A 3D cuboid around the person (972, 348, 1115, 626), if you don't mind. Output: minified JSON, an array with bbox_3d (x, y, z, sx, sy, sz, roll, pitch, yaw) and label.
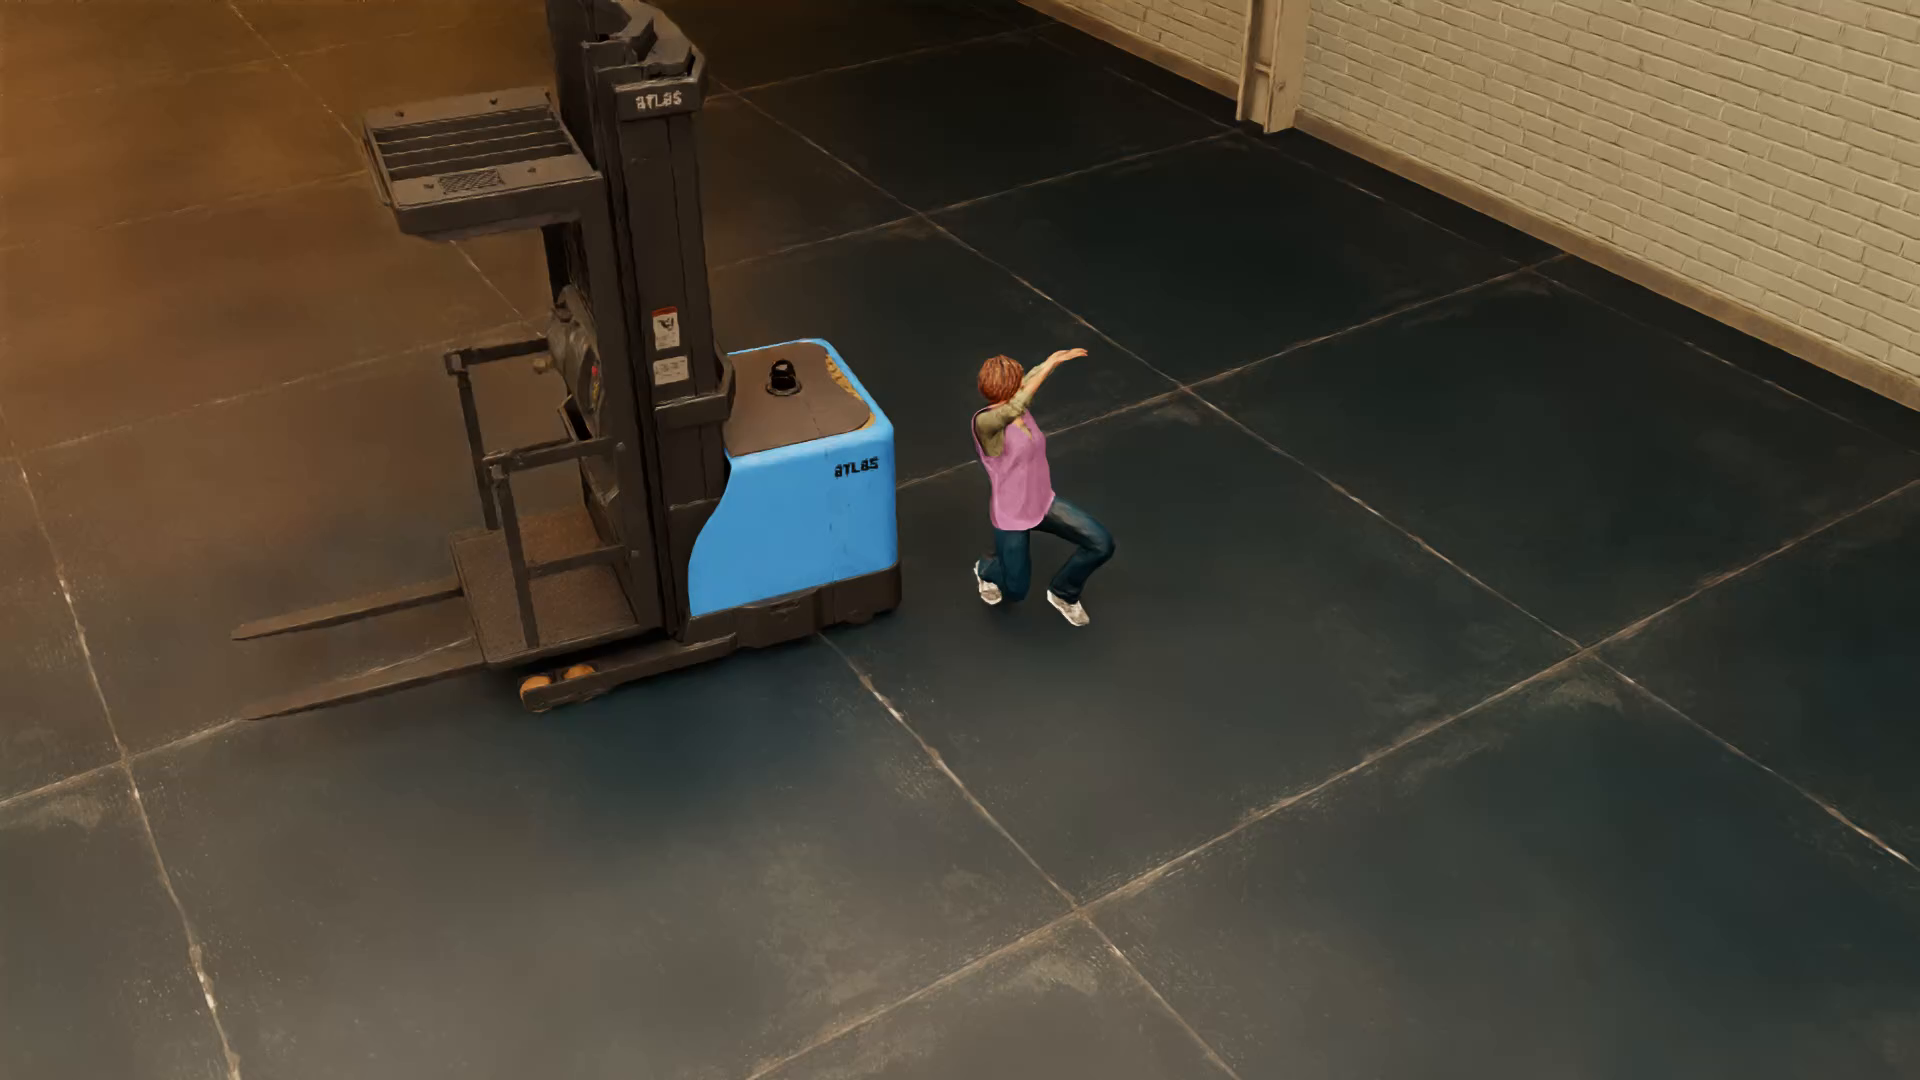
[{"bbox_3d":[0.515,-0.312,7.923,0.766,1.445,0.942,28,44,33],"label":"person"}]

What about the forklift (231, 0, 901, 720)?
[{"bbox_3d":[-1.853,-0.760,7.229,3.031,2.935,1.130,-14,37,-19],"label":"forklift"}]
